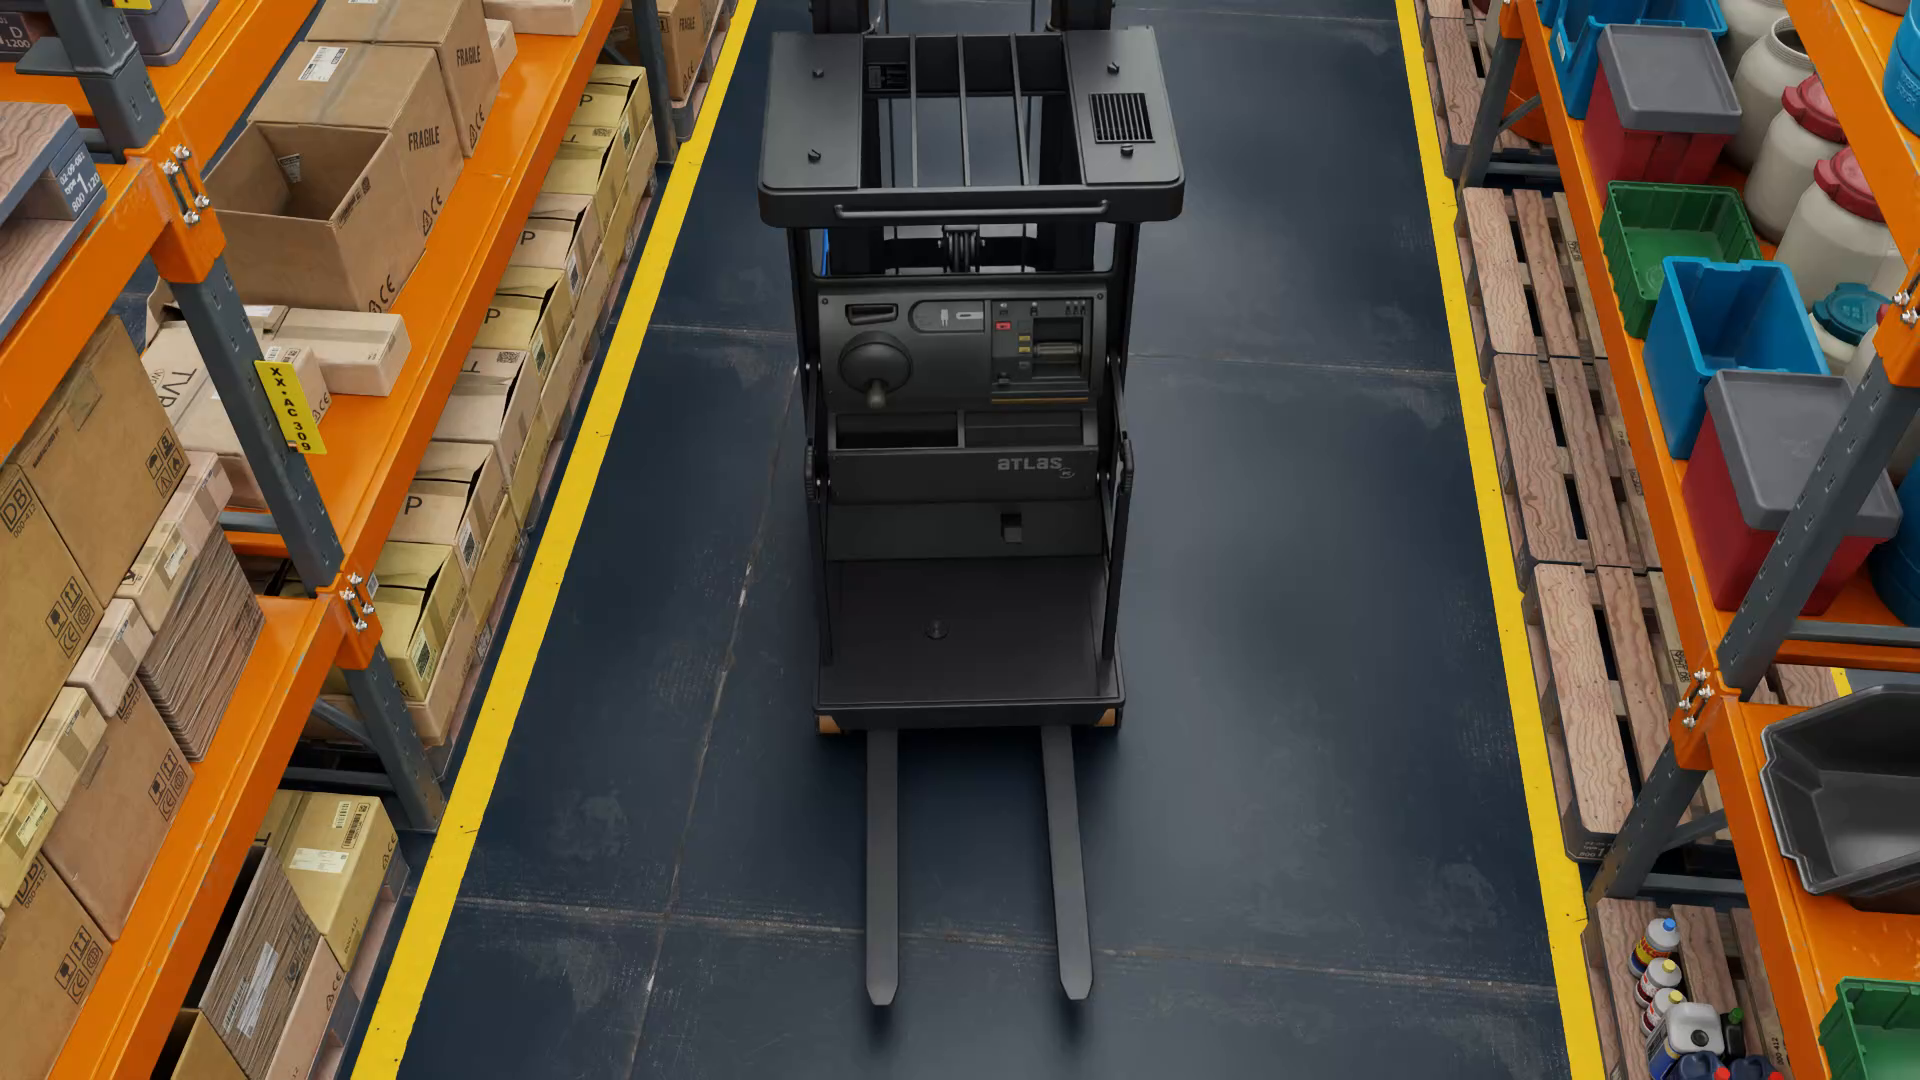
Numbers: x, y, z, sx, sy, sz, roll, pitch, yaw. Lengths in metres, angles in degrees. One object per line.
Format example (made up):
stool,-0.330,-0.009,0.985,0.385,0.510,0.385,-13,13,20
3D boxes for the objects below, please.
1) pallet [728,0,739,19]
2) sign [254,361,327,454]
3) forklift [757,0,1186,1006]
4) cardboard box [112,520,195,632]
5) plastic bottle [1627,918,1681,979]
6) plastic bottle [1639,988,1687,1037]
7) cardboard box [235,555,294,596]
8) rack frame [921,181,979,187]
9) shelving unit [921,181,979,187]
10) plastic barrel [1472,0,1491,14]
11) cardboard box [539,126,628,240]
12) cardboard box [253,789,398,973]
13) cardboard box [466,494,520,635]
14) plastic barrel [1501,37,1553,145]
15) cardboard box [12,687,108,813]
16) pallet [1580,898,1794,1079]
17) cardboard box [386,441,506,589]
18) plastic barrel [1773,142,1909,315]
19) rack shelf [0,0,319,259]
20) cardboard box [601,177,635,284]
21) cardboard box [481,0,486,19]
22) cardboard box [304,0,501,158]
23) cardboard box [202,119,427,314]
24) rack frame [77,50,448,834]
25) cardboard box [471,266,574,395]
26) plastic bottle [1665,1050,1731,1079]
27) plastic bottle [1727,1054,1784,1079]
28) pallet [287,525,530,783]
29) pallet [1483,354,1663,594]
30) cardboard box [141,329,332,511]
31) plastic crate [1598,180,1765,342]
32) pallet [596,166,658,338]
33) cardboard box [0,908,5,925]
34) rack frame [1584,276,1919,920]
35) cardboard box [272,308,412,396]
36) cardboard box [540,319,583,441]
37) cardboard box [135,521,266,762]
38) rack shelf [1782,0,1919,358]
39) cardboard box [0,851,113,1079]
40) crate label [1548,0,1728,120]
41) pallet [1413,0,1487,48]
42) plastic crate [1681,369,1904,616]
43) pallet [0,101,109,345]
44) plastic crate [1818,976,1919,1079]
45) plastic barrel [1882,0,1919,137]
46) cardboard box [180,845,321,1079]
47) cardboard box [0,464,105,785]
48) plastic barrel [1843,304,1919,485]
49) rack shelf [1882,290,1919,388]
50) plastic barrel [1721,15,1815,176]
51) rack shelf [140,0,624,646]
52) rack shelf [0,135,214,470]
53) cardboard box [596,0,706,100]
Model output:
pallet,-1.736,-3.503,9.811,1.003,0.211,1.213,4,48,4
sign,-1.767,-0.347,4.394,0.100,0.325,0.005,4,48,4
forklift,0.018,-0.527,5.245,1.130,2.935,3.031,-1,48,-1
cardboard box,-2.156,0.079,4.138,0.380,0.149,0.250,3,48,3
plastic bottle,2.147,1.249,5.126,0.097,0.271,0.097,0,48,0
plastic bottle,2.129,1.422,5.015,0.097,0.201,0.097,0,48,0
cardboard box,-2.568,0.216,5.719,0.500,0.311,0.500,4,48,4
rack frame,-0.038,-1.147,7.191,0.240,0.900,0.006,-1,42,-1
shelving unit,-0.036,-1.080,7.115,0.258,0.900,0.210,-1,42,-1
plastic barrel,3.108,-3.186,8.981,0.600,0.588,0.708,4,48,4
cardboard box,-1.798,-1.623,7.400,0.500,0.311,0.500,3,48,3
cardboard box,-2.144,1.077,5.311,0.500,0.250,0.500,4,48,4
cardboard box,-1.988,0.067,6.235,0.500,0.250,0.500,5,48,5
plastic barrel,3.005,-2.438,8.133,0.600,0.830,0.708,4,48,4
cardboard box,-2.200,0.465,3.785,0.380,0.149,0.250,4,48,3
pallet,2.510,1.703,5.049,1.003,0.211,1.213,4,48,4
cardboard box,-1.983,-0.122,6.027,0.500,0.311,0.500,3,48,3
plastic barrel,2.985,-1.002,5.541,0.433,0.535,0.433,0,48,0
rack shelf,-2.137,-2.303,5.279,1.077,0.370,4.000,4,48,4
cardboard box,-1.804,-1.435,7.609,0.500,0.250,0.500,3,48,3
cardboard box,-2.229,-2.329,6.908,0.500,0.311,0.500,3,48,3
cardboard box,-2.092,-1.803,6.299,0.500,0.500,0.500,2,48,1
cardboard box,-2.185,-1.048,5.608,0.500,0.500,0.500,7,48,6
rack frame,-2.320,-0.064,4.776,1.000,3.000,0.127,4,48,4
cardboard box,-1.895,-0.884,6.724,0.500,0.311,0.500,5,48,5
plastic bottle,2.126,1.582,4.767,0.144,0.351,0.185,5,48,5
plastic bottle,2.270,1.592,4.758,0.144,0.351,0.185,4,48,4
pallet,-2.291,0.333,6.302,1.003,0.211,1.213,4,48,4
pallet,2.754,-0.266,6.850,1.003,0.211,1.213,4,48,4
cardboard box,-2.318,-0.378,5.165,0.500,0.250,0.500,7,48,6
plastic crate,2.490,-0.956,5.735,0.450,0.188,0.662,4,48,4
pallet,-2.069,-1.460,7.942,1.003,0.211,1.213,4,48,4
cardboard box,-2.248,0.830,3.450,0.380,0.149,0.250,5,48,5
rack frame,2.613,0.272,4.469,1.000,3.000,0.127,4,48,4
cardboard box,-2.035,-0.617,5.452,0.380,0.149,0.250,4,48,4
cardboard box,-1.896,-0.688,6.925,0.500,0.250,0.500,5,48,4
cardboard box,-2.354,0.229,4.440,0.700,0.500,0.500,3,48,3
rack shelf,2.795,-1.968,4.972,1.077,0.370,4.000,4,48,4
cardboard box,-2.445,0.985,3.749,0.700,0.500,0.500,5,48,4
crate label,2.617,-1.968,6.493,0.502,0.435,0.616,4,48,4
pallet,3.121,-3.203,9.536,1.003,0.211,1.213,4,48,4
plastic crate,2.352,-0.126,4.789,0.402,0.464,0.583,4,48,4
pallet,-2.372,-0.418,3.127,1.003,0.211,1.213,4,48,4
plastic crate,2.208,1.322,3.652,0.450,0.188,0.662,4,48,4
plastic barrel,2.443,-1.298,3.532,0.600,0.901,0.708,4,48,4
cardboard box,-2.201,1.191,4.698,0.500,0.500,0.500,4,48,4
cardboard box,-2.399,0.162,3.622,0.700,0.500,0.500,4,48,3
plastic barrel,2.918,-0.463,5.048,0.433,0.535,0.433,0,48,0
rack shelf,2.431,0.972,2.283,1.077,0.370,4.000,4,48,4
plastic barrel,3.058,-1.626,6.128,0.421,0.512,0.421,0,48,0
rack shelf,-2.137,-1.291,6.386,1.077,0.370,4.000,4,48,4
rack shelf,-2.502,0.636,2.590,1.077,0.370,4.000,4,48,4
cardboard box,-1.629,-2.624,8.513,0.500,0.500,0.500,6,48,5
